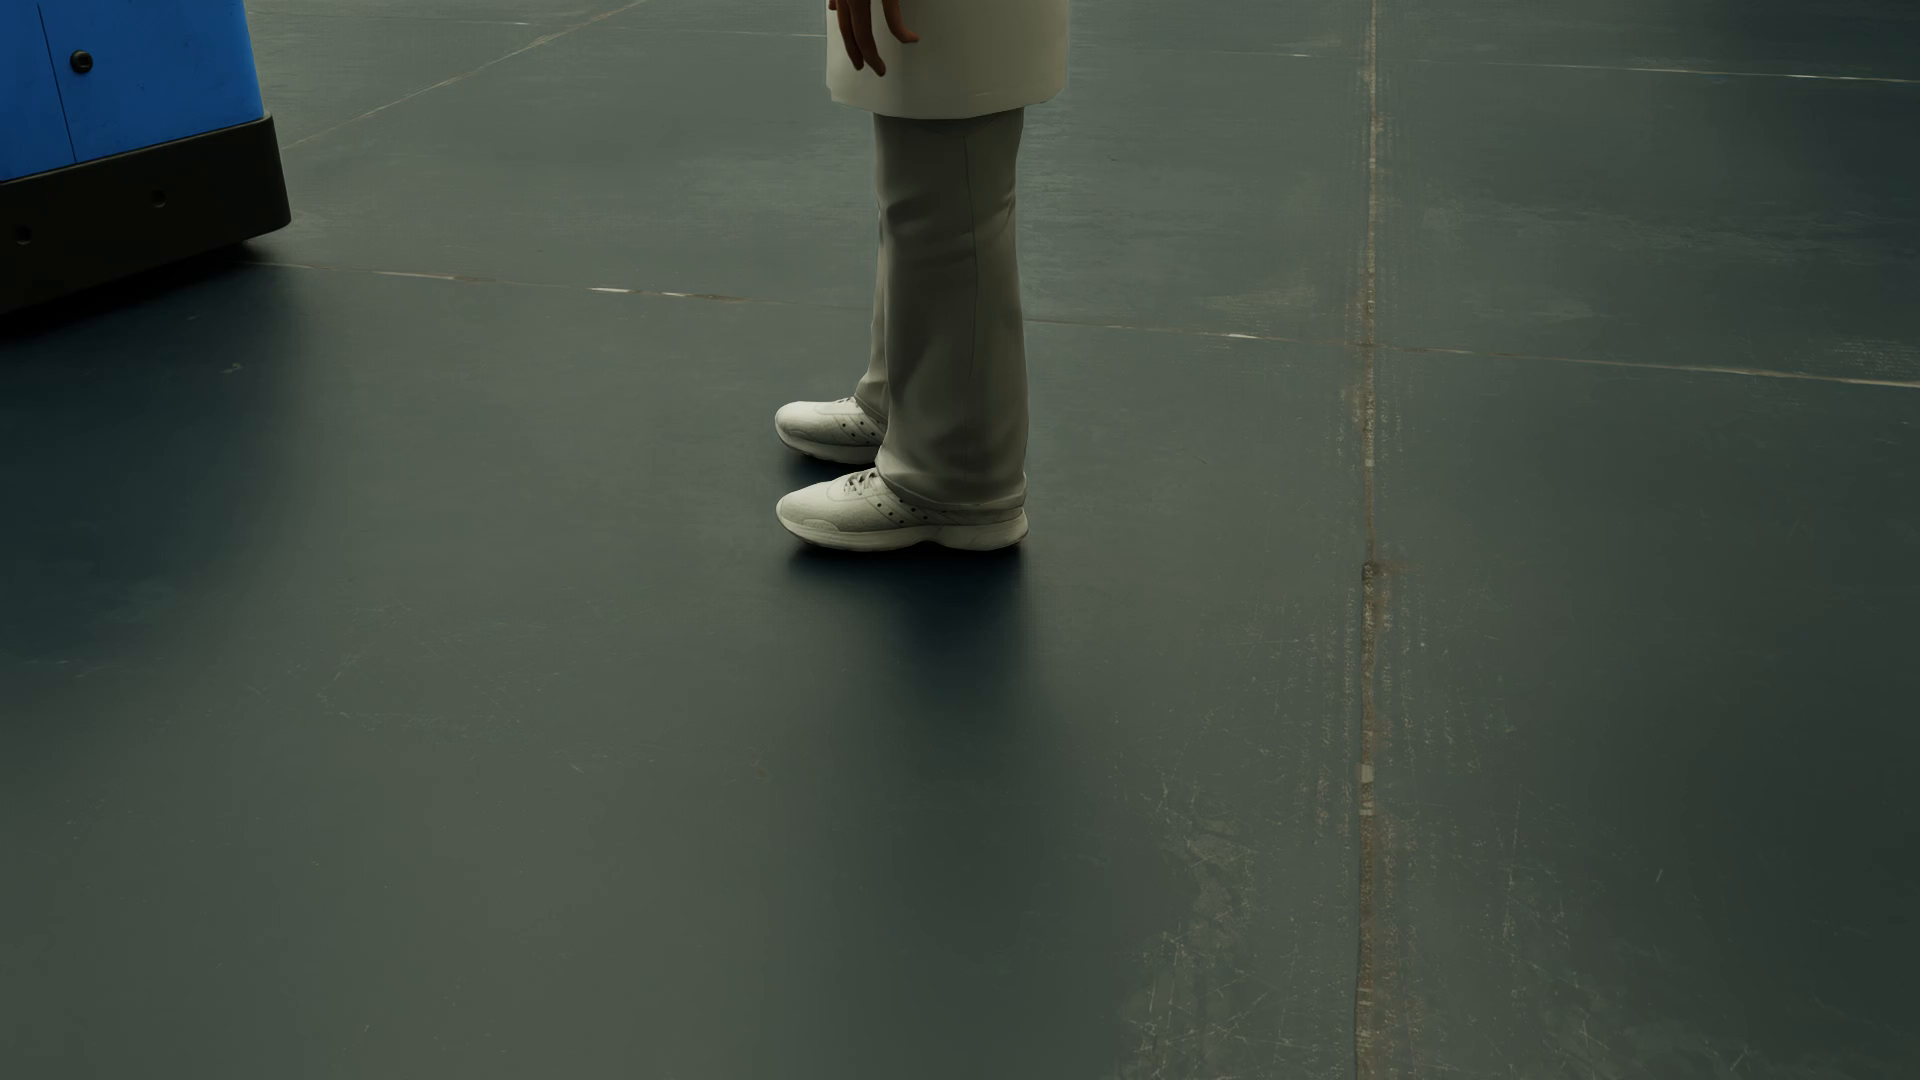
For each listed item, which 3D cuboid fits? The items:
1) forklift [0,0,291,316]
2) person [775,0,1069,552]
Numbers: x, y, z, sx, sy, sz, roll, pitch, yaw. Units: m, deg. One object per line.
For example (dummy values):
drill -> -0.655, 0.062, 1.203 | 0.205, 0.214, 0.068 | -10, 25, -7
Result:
forklift -> -3.055, -2.096, 3.401 | 3.031, 2.935, 1.130 | 14, 30, 26
person -> -0.087, -0.811, 2.118 | 0.581, 1.776, 0.696 | 6, 27, 11
